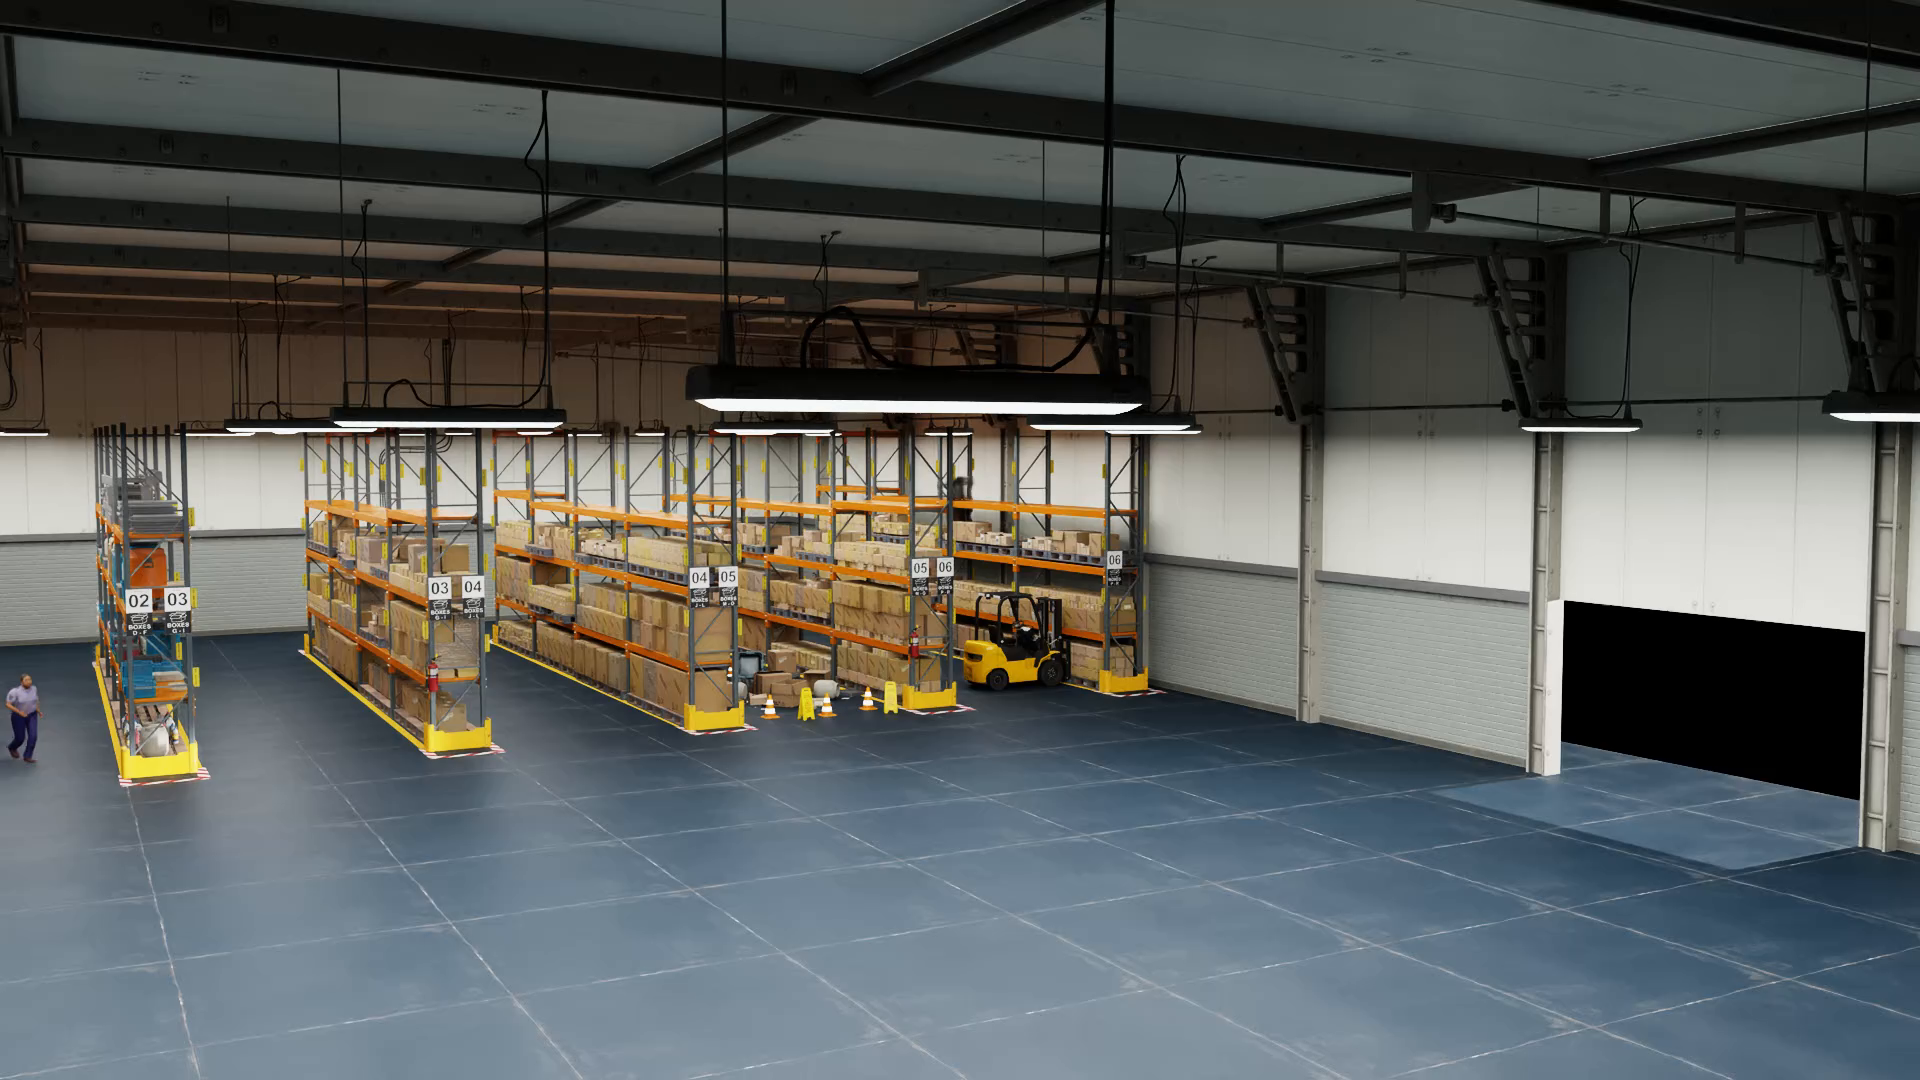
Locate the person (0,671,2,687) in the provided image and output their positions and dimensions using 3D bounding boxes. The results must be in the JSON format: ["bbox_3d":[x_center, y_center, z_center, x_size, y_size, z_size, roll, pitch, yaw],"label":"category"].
[{"bbox_3d":[-19.319,2.881,32.825,0.704,1.729,0.829,-3,5,-44],"label":"person"}]

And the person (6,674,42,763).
[{"bbox_3d":[-16.624,3.153,29.492,0.715,1.598,0.604,3,4,39],"label":"person"}]
